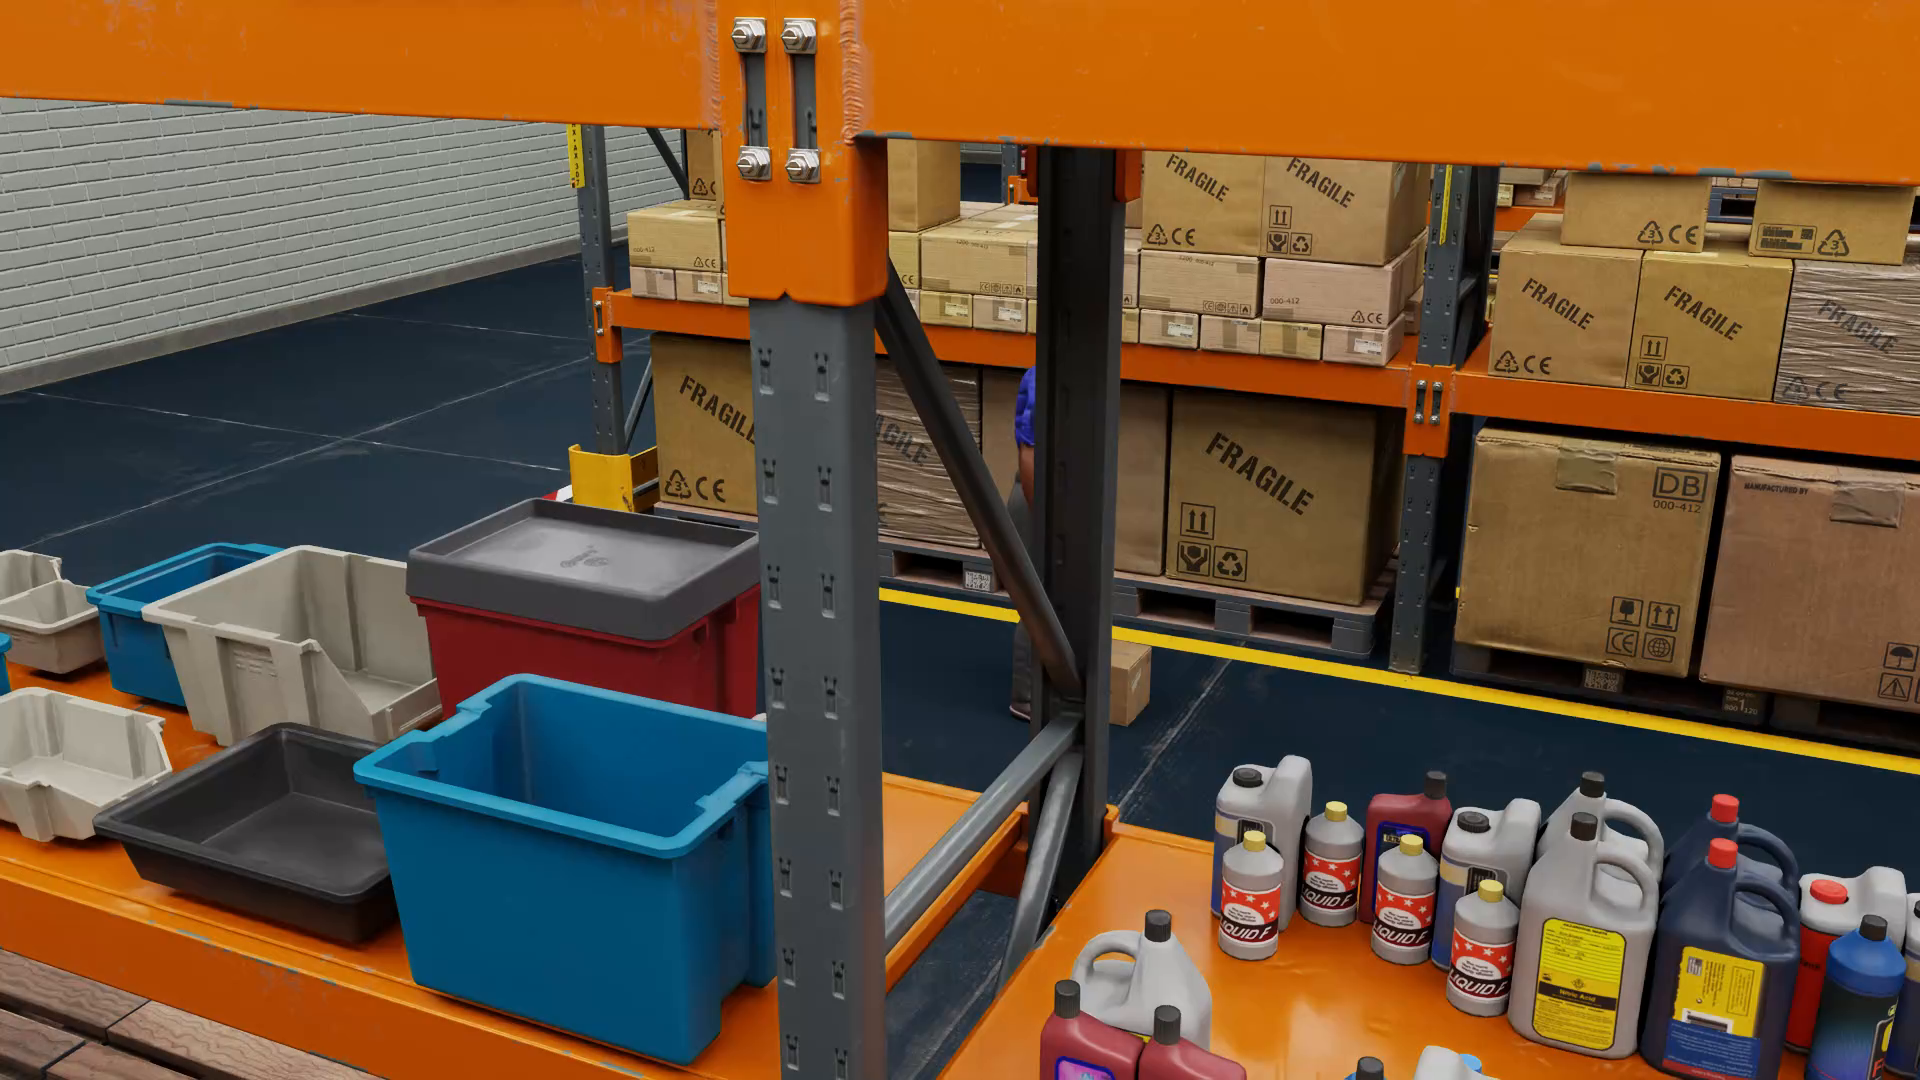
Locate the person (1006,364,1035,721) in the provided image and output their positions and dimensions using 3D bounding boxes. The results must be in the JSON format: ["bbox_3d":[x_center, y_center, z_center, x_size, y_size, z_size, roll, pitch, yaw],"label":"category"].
[{"bbox_3d":[0.371,-0.125,6.432,0.349,1.655,0.510,8,21,23],"label":"person"}]
